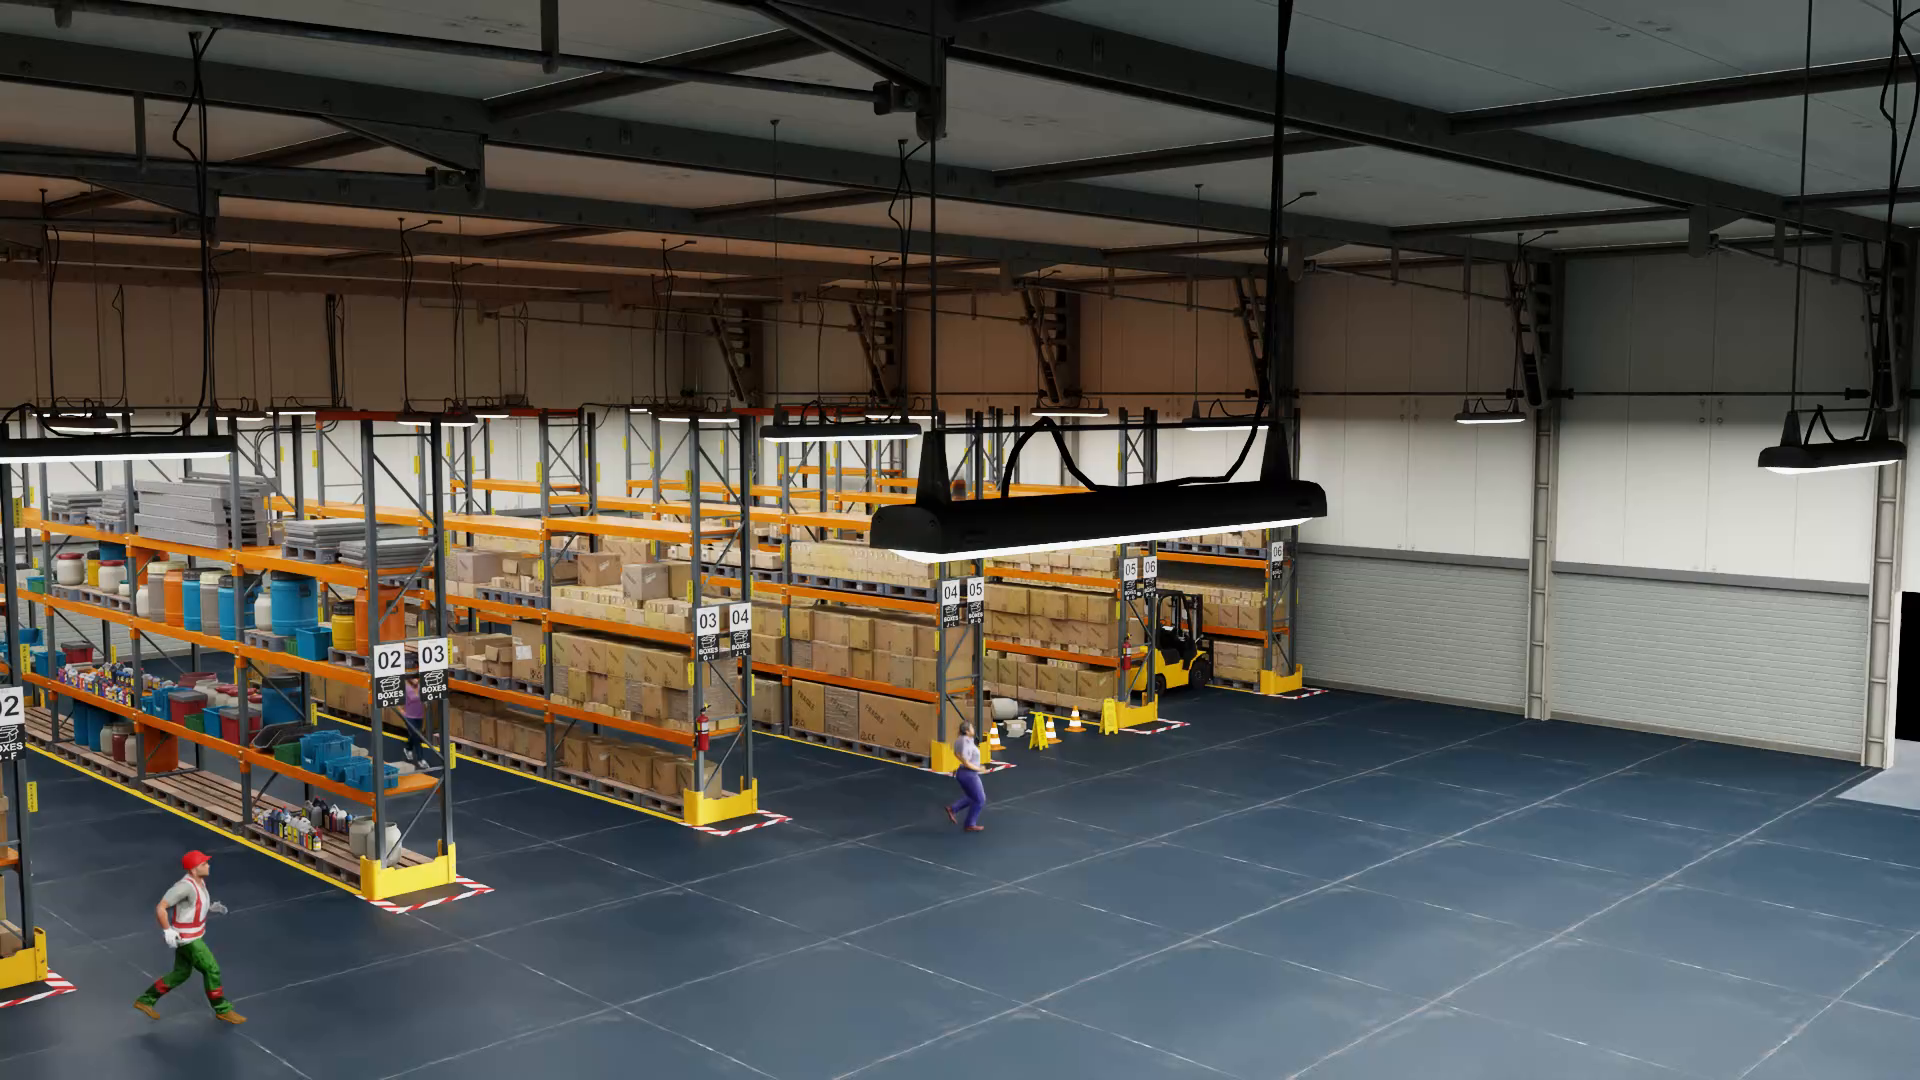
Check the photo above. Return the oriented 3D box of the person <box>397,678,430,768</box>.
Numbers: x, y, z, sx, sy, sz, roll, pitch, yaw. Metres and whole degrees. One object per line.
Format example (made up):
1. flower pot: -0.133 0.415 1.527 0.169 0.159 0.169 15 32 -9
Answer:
1. person: -9.288 3.029 28.224 0.800 1.601 0.542 5 7 43

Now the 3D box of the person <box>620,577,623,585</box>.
1. person: -9.089 1.569 43.919 0.657 1.771 0.863 3 6 33

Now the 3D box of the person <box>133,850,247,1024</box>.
1. person: -7.687 3.973 16.533 1.043 1.795 0.688 -1 5 -13

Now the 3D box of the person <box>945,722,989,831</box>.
1. person: 0.103 3.413 24.012 0.558 1.587 0.605 -1 5 -13
